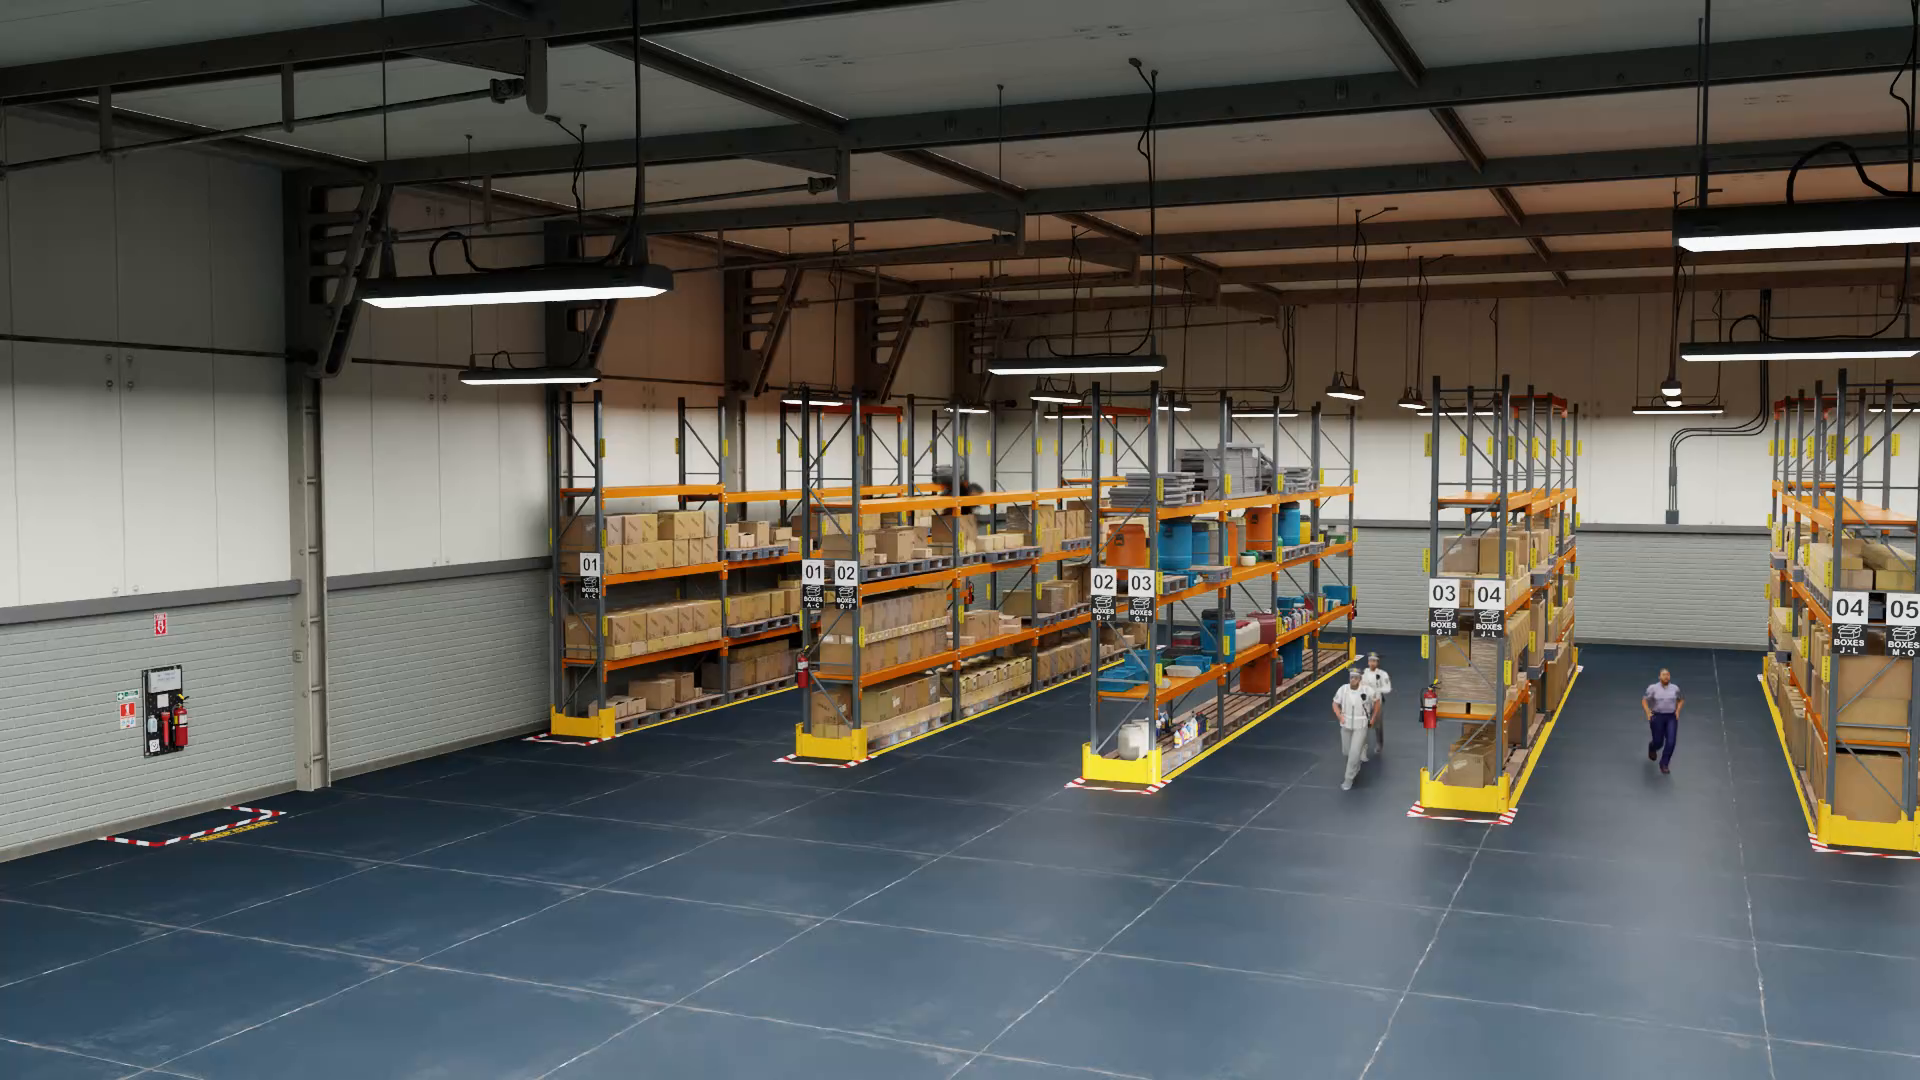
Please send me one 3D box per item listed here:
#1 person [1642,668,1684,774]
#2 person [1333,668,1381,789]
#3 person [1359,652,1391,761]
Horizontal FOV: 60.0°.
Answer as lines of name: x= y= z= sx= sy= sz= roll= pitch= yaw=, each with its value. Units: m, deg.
person: x=10.915 y=2.796 z=25.807 sx=0.614 sy=1.596 sz=0.575 roll=1 pitch=3 yaw=11
person: x=5.888 y=2.765 z=24.765 sx=0.686 sy=1.777 sz=0.949 roll=2 pitch=4 yaw=26
person: x=6.646 y=2.651 z=26.781 sx=0.599 sy=1.708 sz=0.878 roll=1 pitch=3 yaw=23
